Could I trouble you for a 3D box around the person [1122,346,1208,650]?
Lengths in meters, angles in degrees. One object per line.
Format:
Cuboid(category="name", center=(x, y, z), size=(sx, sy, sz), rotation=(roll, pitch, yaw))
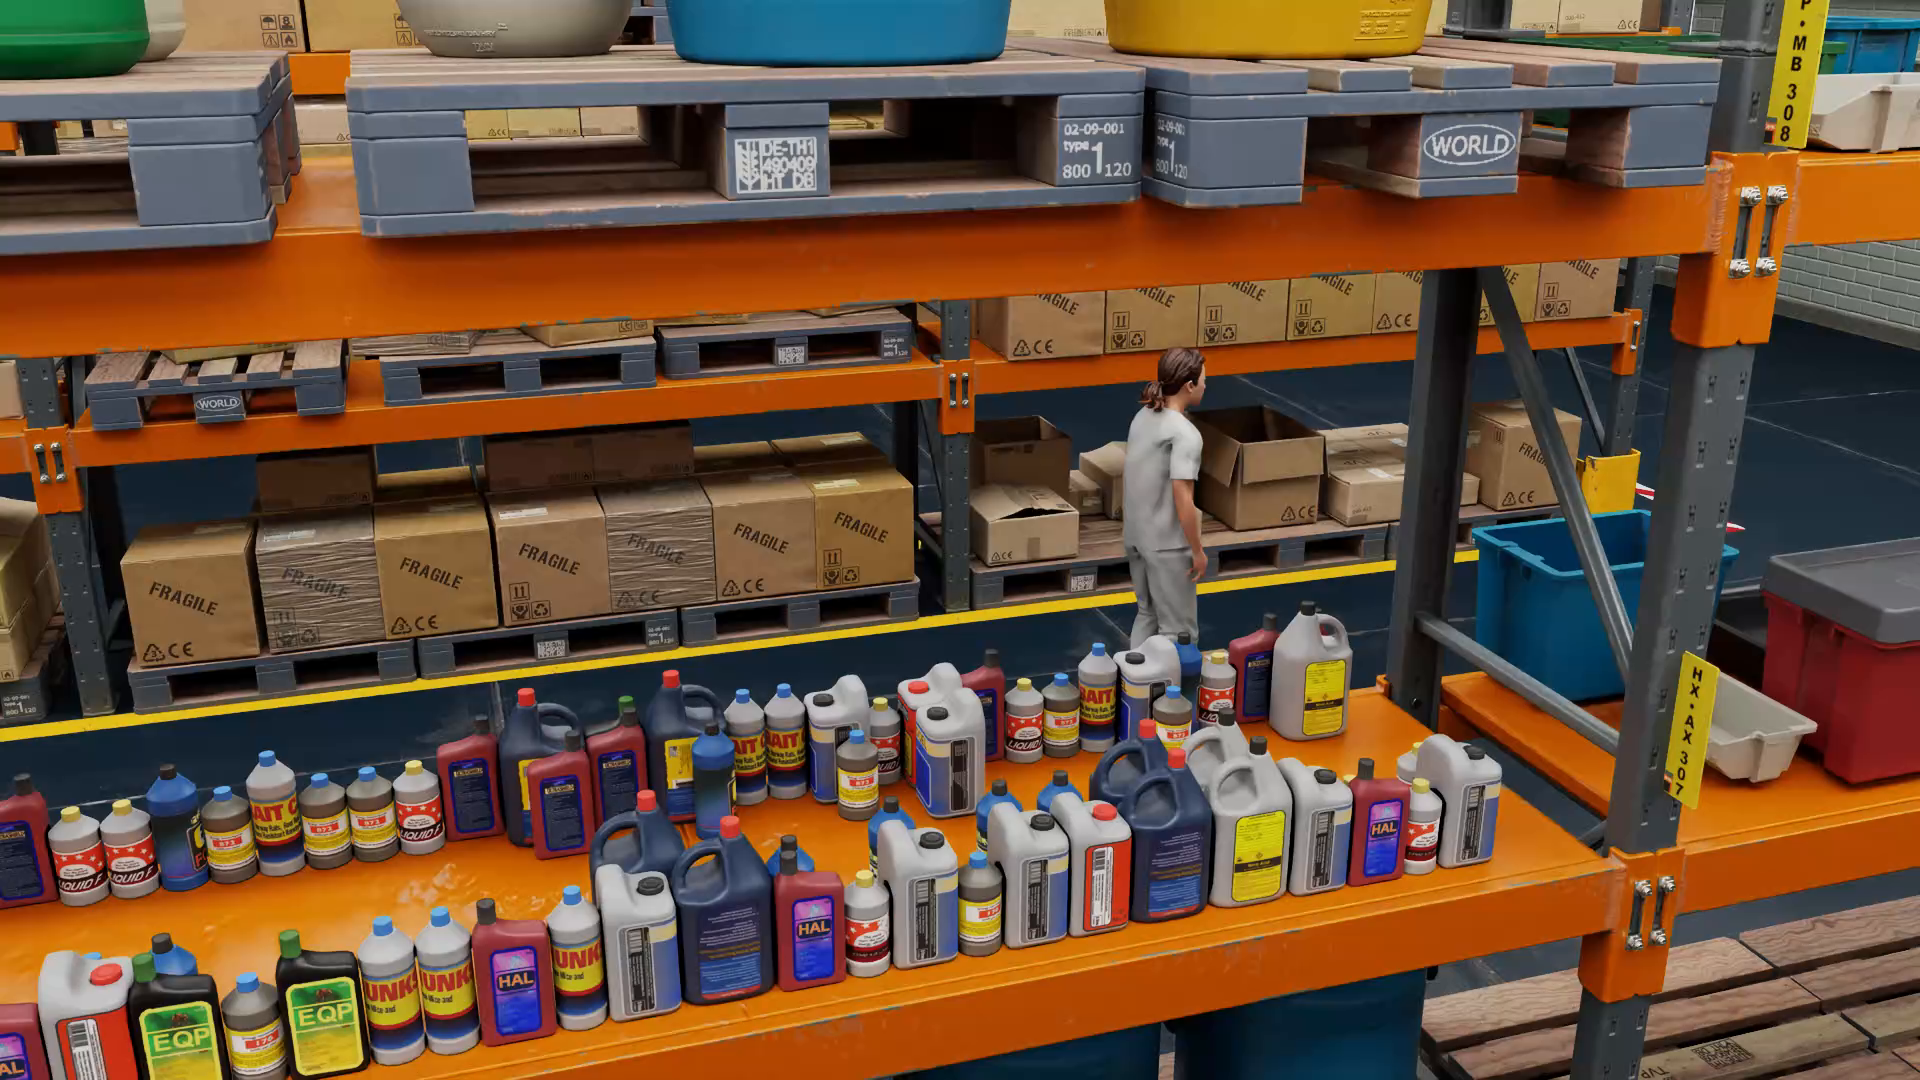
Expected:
Cuboid(category="person", center=(0.874, 0.012, 7.035), size=(0.350, 1.673, 0.513), rotation=(-7, 21, -20))
